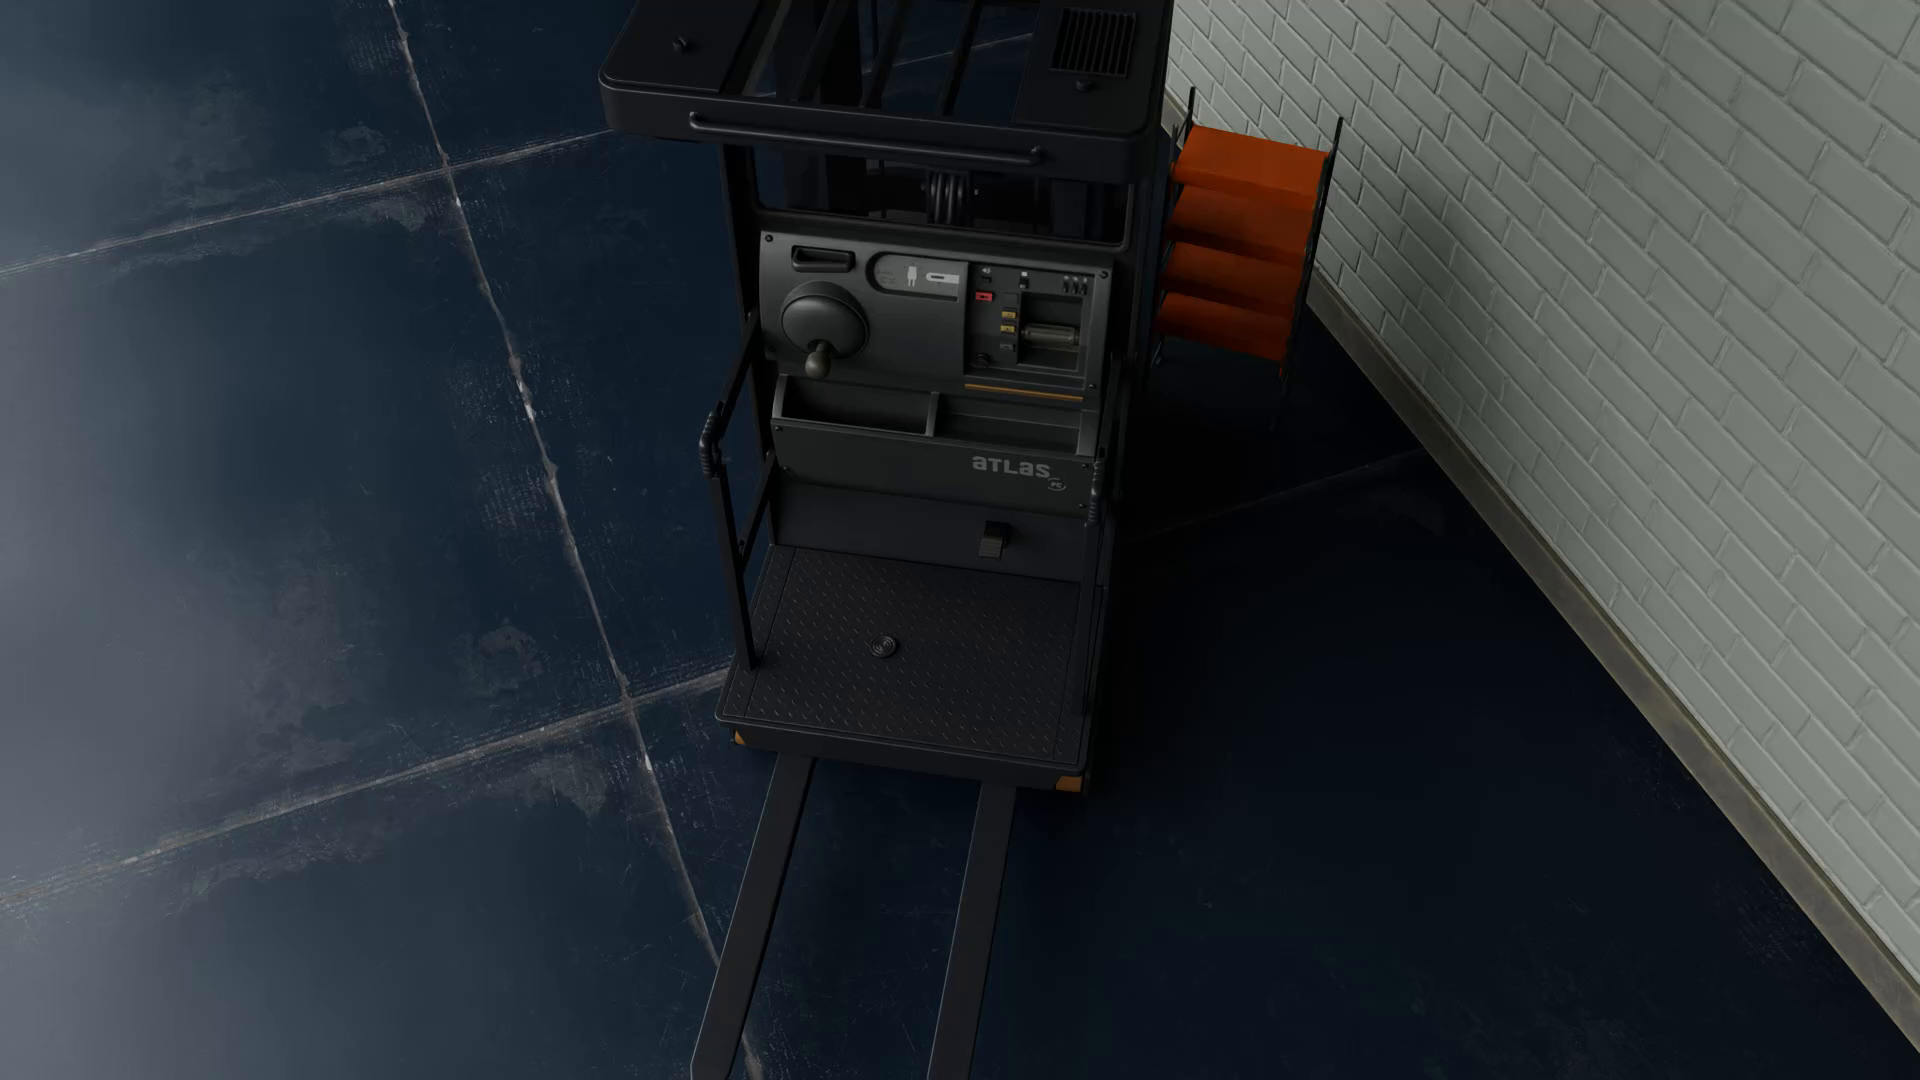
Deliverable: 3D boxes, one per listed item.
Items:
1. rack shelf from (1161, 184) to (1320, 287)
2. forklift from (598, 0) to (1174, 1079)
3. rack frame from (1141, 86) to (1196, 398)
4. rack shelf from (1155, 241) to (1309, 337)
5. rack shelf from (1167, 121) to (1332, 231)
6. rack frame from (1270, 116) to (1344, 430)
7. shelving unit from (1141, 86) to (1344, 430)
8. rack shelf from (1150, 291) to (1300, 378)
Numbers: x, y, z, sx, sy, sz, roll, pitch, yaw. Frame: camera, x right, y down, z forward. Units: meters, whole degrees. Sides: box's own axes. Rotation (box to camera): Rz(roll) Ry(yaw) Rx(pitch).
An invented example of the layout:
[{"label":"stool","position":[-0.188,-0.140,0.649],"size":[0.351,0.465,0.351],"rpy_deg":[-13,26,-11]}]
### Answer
[{"label":"rack shelf","position":[0.954,-1.047,5.652],"size":[0.480,0.148,0.258],"rpy_deg":[15,51,13]},{"label":"forklift","position":[-0.103,-0.489,4.238],"size":[1.130,2.935,3.031],"rpy_deg":[7,50,6]},{"label":"rack frame","position":[0.725,-1.008,5.825],"size":[0.015,1.200,0.240],"rpy_deg":[15,51,13]},{"label":"rack shelf","position":[0.954,-0.901,5.821],"size":[0.480,0.148,0.258],"rpy_deg":[15,51,13]},{"label":"rack shelf","position":[0.954,-1.201,5.472],"size":[0.480,0.148,0.258],"rpy_deg":[15,51,13]},{"label":"rack frame","position":[1.183,-0.881,5.716],"size":[0.015,1.200,0.240],"rpy_deg":[15,51,13]},{"label":"shelving unit","position":[0.954,-0.945,5.770],"size":[0.503,1.200,0.258],"rpy_deg":[15,51,13]},{"label":"rack shelf","position":[0.954,-0.772,5.972],"size":[0.480,0.148,0.258],"rpy_deg":[15,51,13]}]
